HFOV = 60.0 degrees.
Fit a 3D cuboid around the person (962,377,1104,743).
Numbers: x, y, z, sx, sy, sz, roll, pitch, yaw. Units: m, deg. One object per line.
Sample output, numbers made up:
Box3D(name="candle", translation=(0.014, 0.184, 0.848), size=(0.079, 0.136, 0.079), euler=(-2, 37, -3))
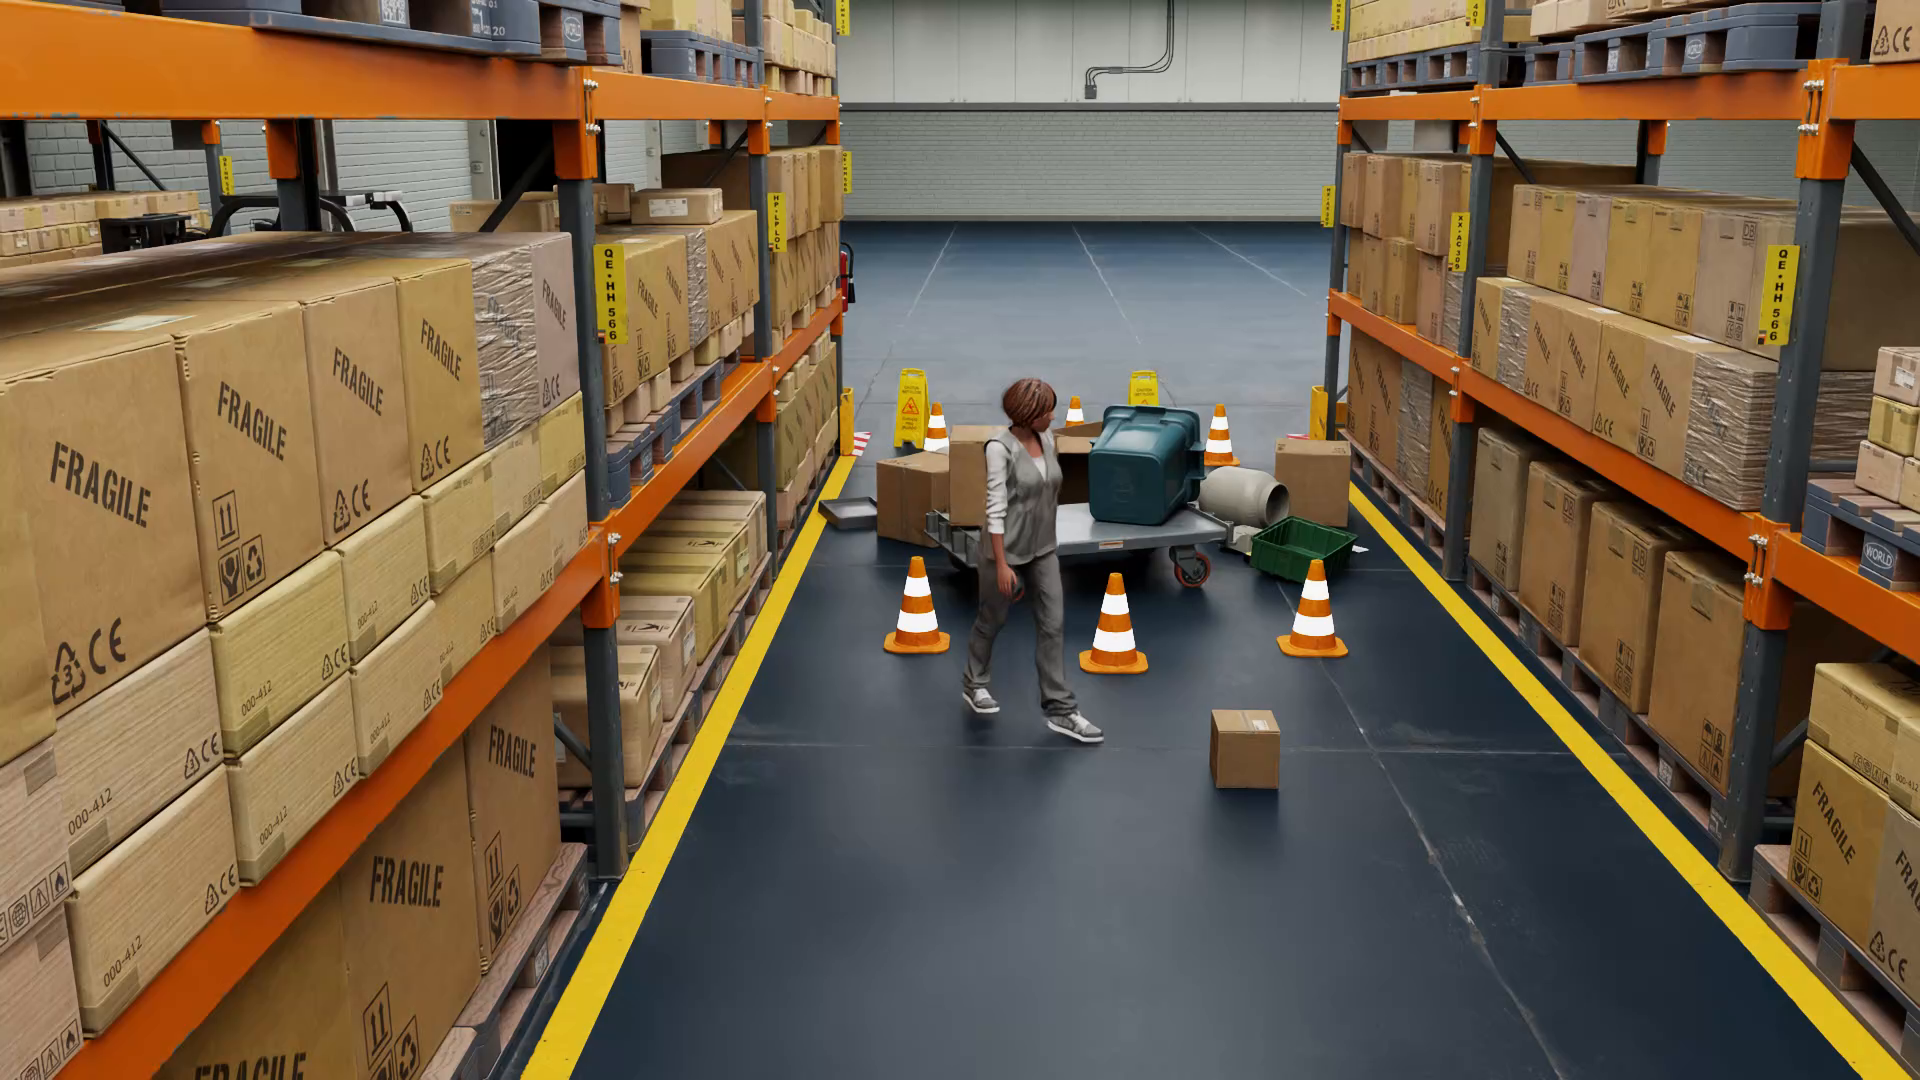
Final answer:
Box3D(name="person", translation=(0.263, 0.074, 7.232), size=(0.426, 1.565, 0.766), euler=(-10, 17, -35))
